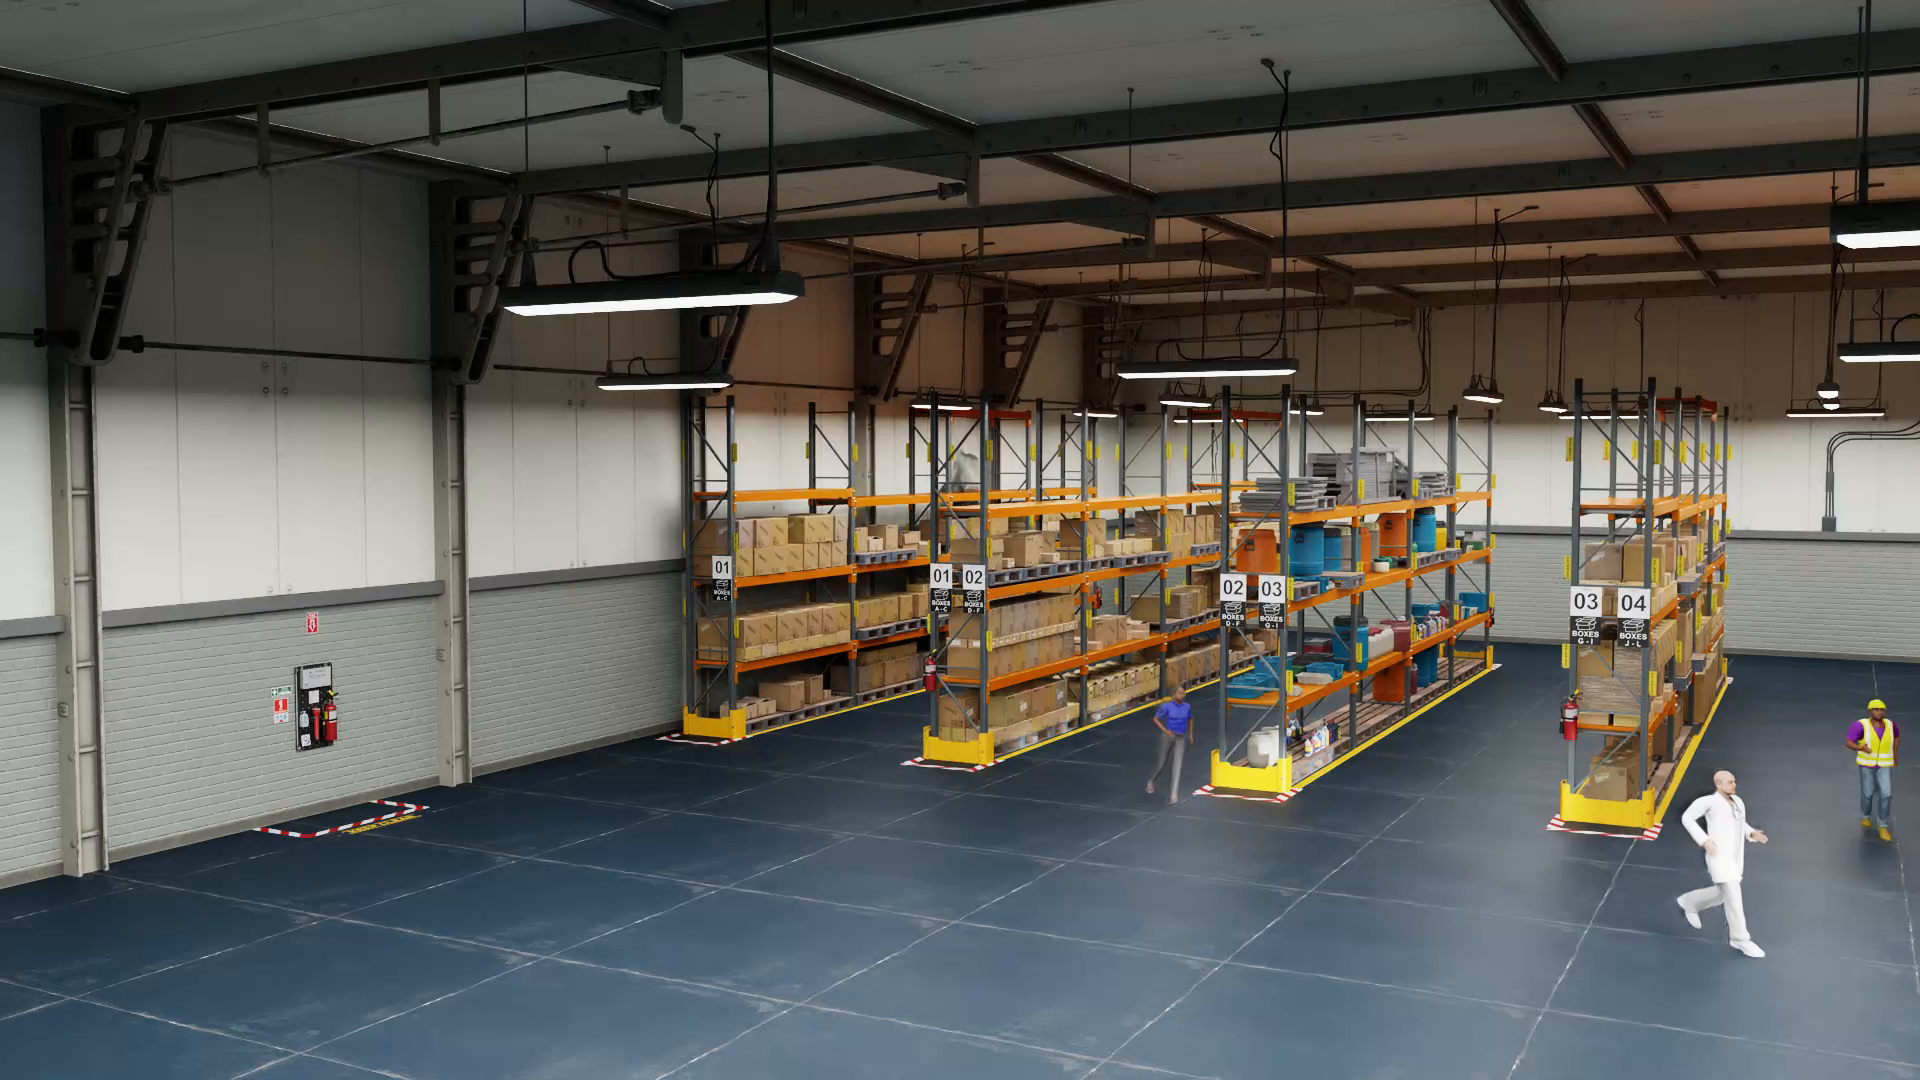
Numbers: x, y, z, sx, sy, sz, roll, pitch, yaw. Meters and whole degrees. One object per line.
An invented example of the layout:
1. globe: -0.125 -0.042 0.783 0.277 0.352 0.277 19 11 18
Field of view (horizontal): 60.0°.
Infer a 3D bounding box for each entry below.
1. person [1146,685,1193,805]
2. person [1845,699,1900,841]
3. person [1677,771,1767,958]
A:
1. person: 3.088 2.919 23.984 0.662 1.625 0.922 0 3 -9
2. person: 11.952 2.985 21.760 0.676 1.825 0.769 1 3 19
3. person: 7.712 3.226 16.856 0.710 1.787 1.034 -2 3 -31
